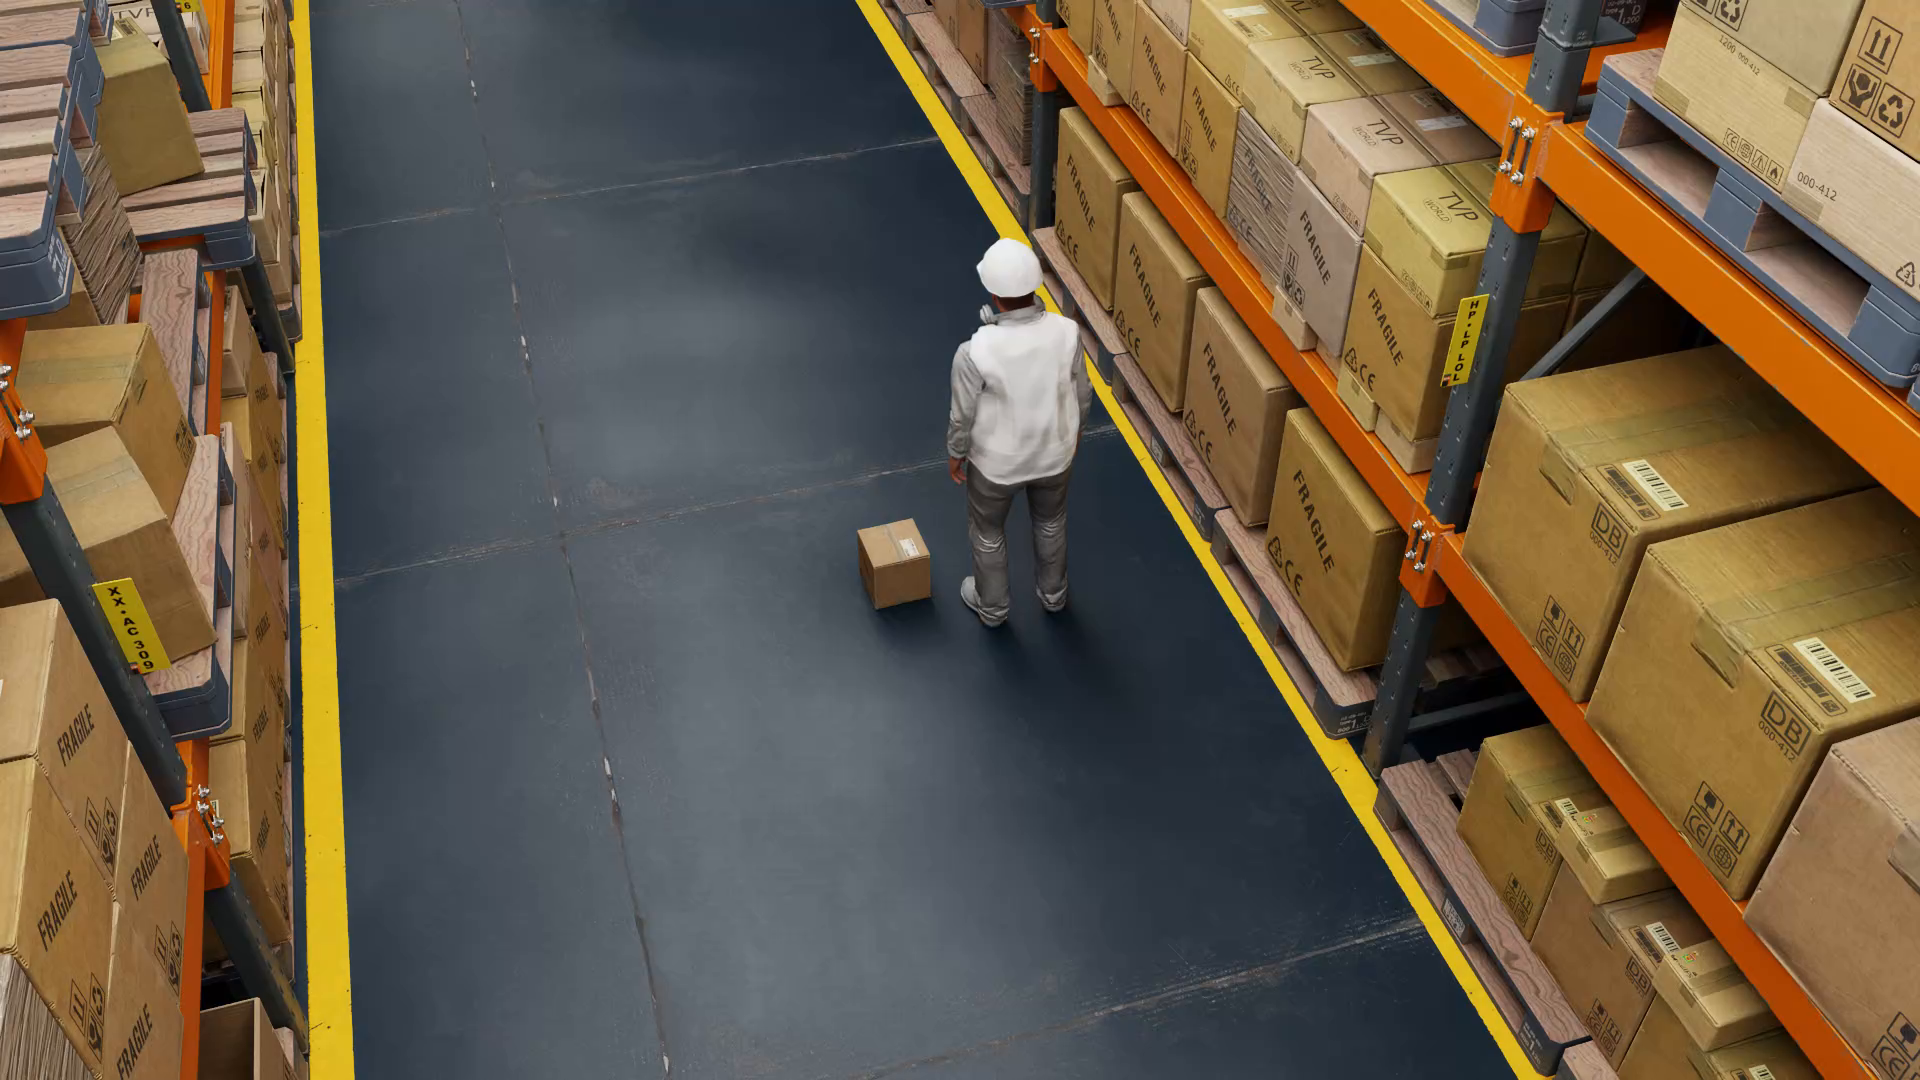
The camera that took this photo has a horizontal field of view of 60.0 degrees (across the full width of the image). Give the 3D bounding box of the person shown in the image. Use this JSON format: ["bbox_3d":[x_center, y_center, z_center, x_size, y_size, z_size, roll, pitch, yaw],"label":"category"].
[{"bbox_3d":[0.226,-0.378,6.561,0.581,1.771,0.461,-12,43,-13],"label":"person"}]
